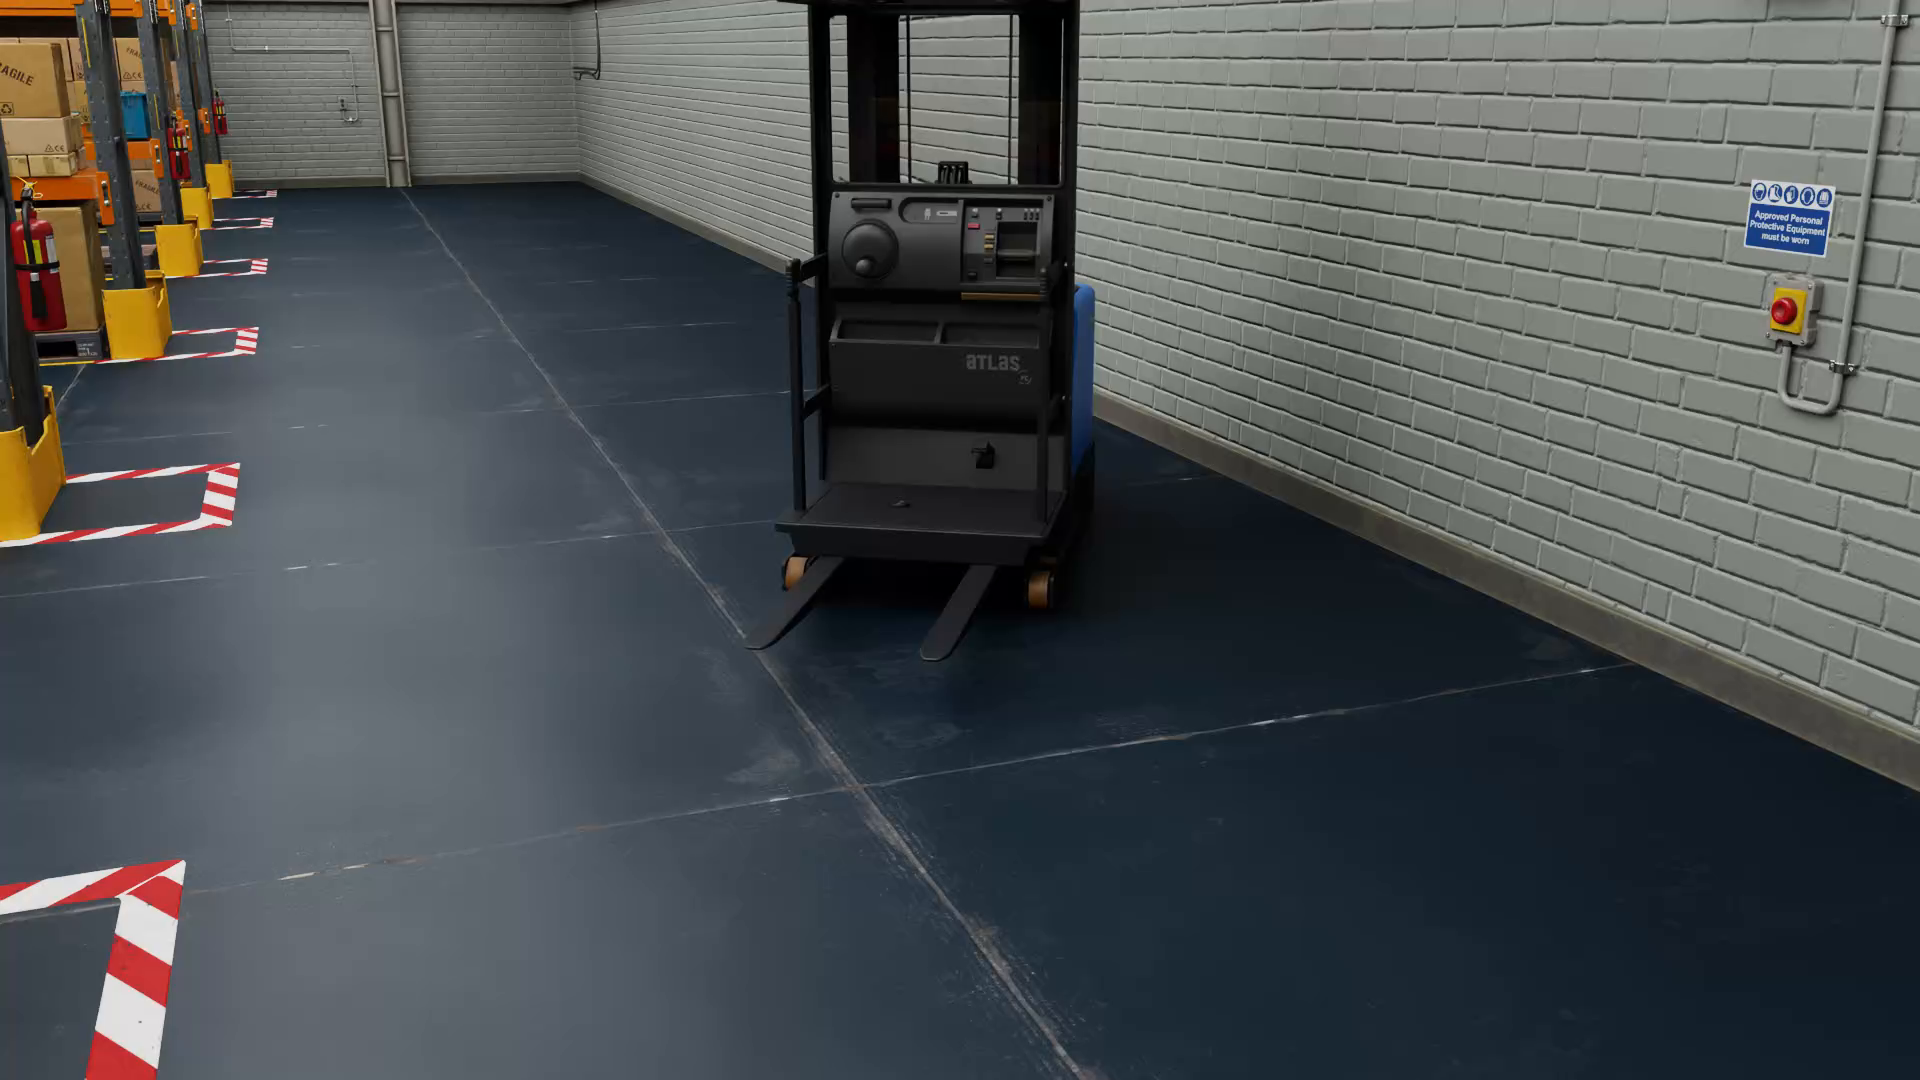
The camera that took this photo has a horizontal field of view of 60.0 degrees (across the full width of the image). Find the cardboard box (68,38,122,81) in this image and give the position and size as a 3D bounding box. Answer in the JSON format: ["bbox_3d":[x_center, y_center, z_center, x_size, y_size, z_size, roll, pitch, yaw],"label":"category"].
[{"bbox_3d":[-10.544,-5.873,20.323,0.500,0.500,0.500,-6,17,-19],"label":"cardboard box"}]

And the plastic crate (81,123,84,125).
[{"bbox_3d":[-8.683,-3.983,16.198,0.243,0.136,0.396,-6,17,-20],"label":"plastic crate"}]

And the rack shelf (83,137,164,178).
[{"bbox_3d":[-9.854,-3.663,16.027,4.000,0.370,1.077,-6,17,-20],"label":"rack shelf"}]

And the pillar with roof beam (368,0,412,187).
[{"bbox_3d":[-7.780,-9.062,22.488,0.400,9.000,9.100,-6,17,-20],"label":"pillar with roof beam"}]

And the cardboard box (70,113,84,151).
[{"bbox_3d":[-6.759,-3.001,12.231,0.500,0.250,0.500,-7,18,-22],"label":"cardboard box"}]

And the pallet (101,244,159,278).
[{"bbox_3d":[-8.771,-2.799,16.756,1.213,0.211,1.003,-6,17,-20],"label":"pallet"}]

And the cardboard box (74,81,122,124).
[{"bbox_3d":[-10.560,-5.392,20.458,0.500,0.500,0.500,-6,17,-20],"label":"cardboard box"}]

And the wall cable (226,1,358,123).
[{"bbox_3d":[-10.675,-7.682,26.632,1.851,1.984,0.084,-6,17,-20],"label":"wall cable"}]

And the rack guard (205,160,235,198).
[{"bbox_3d":[-11.509,-5.620,25.849,0.348,0.500,1.175,-6,17,-20],"label":"rack guard"}]

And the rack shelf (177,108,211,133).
[{"bbox_3d":[-13.399,-6.270,24.903,4.000,0.370,1.077,-6,17,-20],"label":"rack shelf"}]

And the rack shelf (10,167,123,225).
[{"bbox_3d":[-8.082,-2.360,11.589,4.000,0.370,1.077,-6,17,-20],"label":"rack shelf"}]

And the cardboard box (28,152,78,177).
[{"bbox_3d":[-6.429,-2.664,11.792,0.250,0.149,0.380,-6,17,-19],"label":"cardboard box"}]

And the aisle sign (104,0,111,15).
[{"bbox_3d":[-6.255,-4.241,12.102,0.004,0.787,0.394,-6,17,-20],"label":"aisle sign"}]

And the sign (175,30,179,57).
[{"bbox_3d":[-9.576,-6.073,20.339,0.005,0.325,0.100,-6,17,-20],"label":"sign"}]

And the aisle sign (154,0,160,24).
[{"bbox_3d":[-8.026,-5.543,16.536,0.004,0.787,0.394,-6,17,-20],"label":"aisle sign"}]

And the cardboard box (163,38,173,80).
[{"bbox_3d":[-10.264,-6.066,20.980,0.500,0.500,0.500,-6,17,-18],"label":"cardboard box"}]

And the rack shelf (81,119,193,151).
[{"bbox_3d":[-11.623,-4.967,20.466,4.000,0.370,1.077,-6,17,-20],"label":"rack shelf"}]

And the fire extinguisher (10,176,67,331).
[{"bbox_3d":[-4.134,-1.280,7.432,0.183,0.674,0.296,-6,17,-20],"label":"fire extinguisher"}]

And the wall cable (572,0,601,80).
[{"bbox_3d":[-6.122,-8.682,26.702,0.112,2.526,3.097,-6,17,-20],"label":"wall cable"}]

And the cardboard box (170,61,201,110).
[{"bbox_3d":[-12.004,-6.907,25.262,0.700,0.700,0.980,-5,17,-18],"label":"cardboard box"}]

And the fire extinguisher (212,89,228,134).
[{"bbox_3d":[-11.226,-6.495,25.190,0.183,0.674,0.296,-6,17,-20],"label":"fire extinguisher"}]

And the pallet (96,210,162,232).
[{"bbox_3d":[-10.571,-4.088,21.144,1.213,0.211,1.003,-6,17,-20],"label":"pallet"}]

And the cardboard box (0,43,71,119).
[{"bbox_3d":[-6.575,-3.219,11.645,0.500,0.500,0.500,-6,17,-19],"label":"cardboard box"}]

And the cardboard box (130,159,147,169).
[{"bbox_3d":[-12.617,-5.672,25.279,0.500,0.500,0.700,-6,17,-20],"label":"cardboard box"}]

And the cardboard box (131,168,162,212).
[{"bbox_3d":[-10.175,-4.406,20.934,0.500,0.500,0.500,-6,17,-20],"label":"cardboard box"}]

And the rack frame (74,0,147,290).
[{"bbox_3d":[-6.214,-2.907,12.174,0.127,3.000,1.000,-6,17,-20],"label":"rack frame"}]

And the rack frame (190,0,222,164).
[{"bbox_3d":[-11.532,-6.817,25.488,0.127,3.000,1.000,-6,17,-20],"label":"rack frame"}]

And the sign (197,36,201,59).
[{"bbox_3d":[-11.351,-7.342,24.801,0.005,0.325,0.100,-6,17,-20],"label":"sign"}]

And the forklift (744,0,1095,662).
[{"bbox_3d":[-0.115,-1.234,6.598,1.130,2.935,3.031,3,17,10],"label":"forklift"}]

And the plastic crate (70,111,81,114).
[{"bbox_3d":[-8.950,-4.154,16.611,0.300,0.233,0.416,-6,17,-20],"label":"plastic crate"}]

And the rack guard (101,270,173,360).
[{"bbox_3d":[-6.192,-1.710,12.535,0.348,0.500,1.175,-6,17,-20],"label":"rack guard"}]

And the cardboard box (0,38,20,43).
[{"bbox_3d":[-11.506,-5.768,19.964,0.500,0.500,0.500,-6,17,-18],"label":"cardboard box"}]

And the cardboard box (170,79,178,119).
[{"bbox_3d":[-10.264,-5.587,21.121,0.500,0.500,0.500,-6,17,-19],"label":"cardboard box"}]

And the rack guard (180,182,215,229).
[{"bbox_3d":[-9.827,-4.307,21.377,0.348,0.500,1.175,-6,17,-20],"label":"rack guard"}]

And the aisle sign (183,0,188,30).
[{"bbox_3d":[-9.797,-6.845,20.971,0.004,0.787,0.394,-6,17,-20],"label":"aisle sign"}]
